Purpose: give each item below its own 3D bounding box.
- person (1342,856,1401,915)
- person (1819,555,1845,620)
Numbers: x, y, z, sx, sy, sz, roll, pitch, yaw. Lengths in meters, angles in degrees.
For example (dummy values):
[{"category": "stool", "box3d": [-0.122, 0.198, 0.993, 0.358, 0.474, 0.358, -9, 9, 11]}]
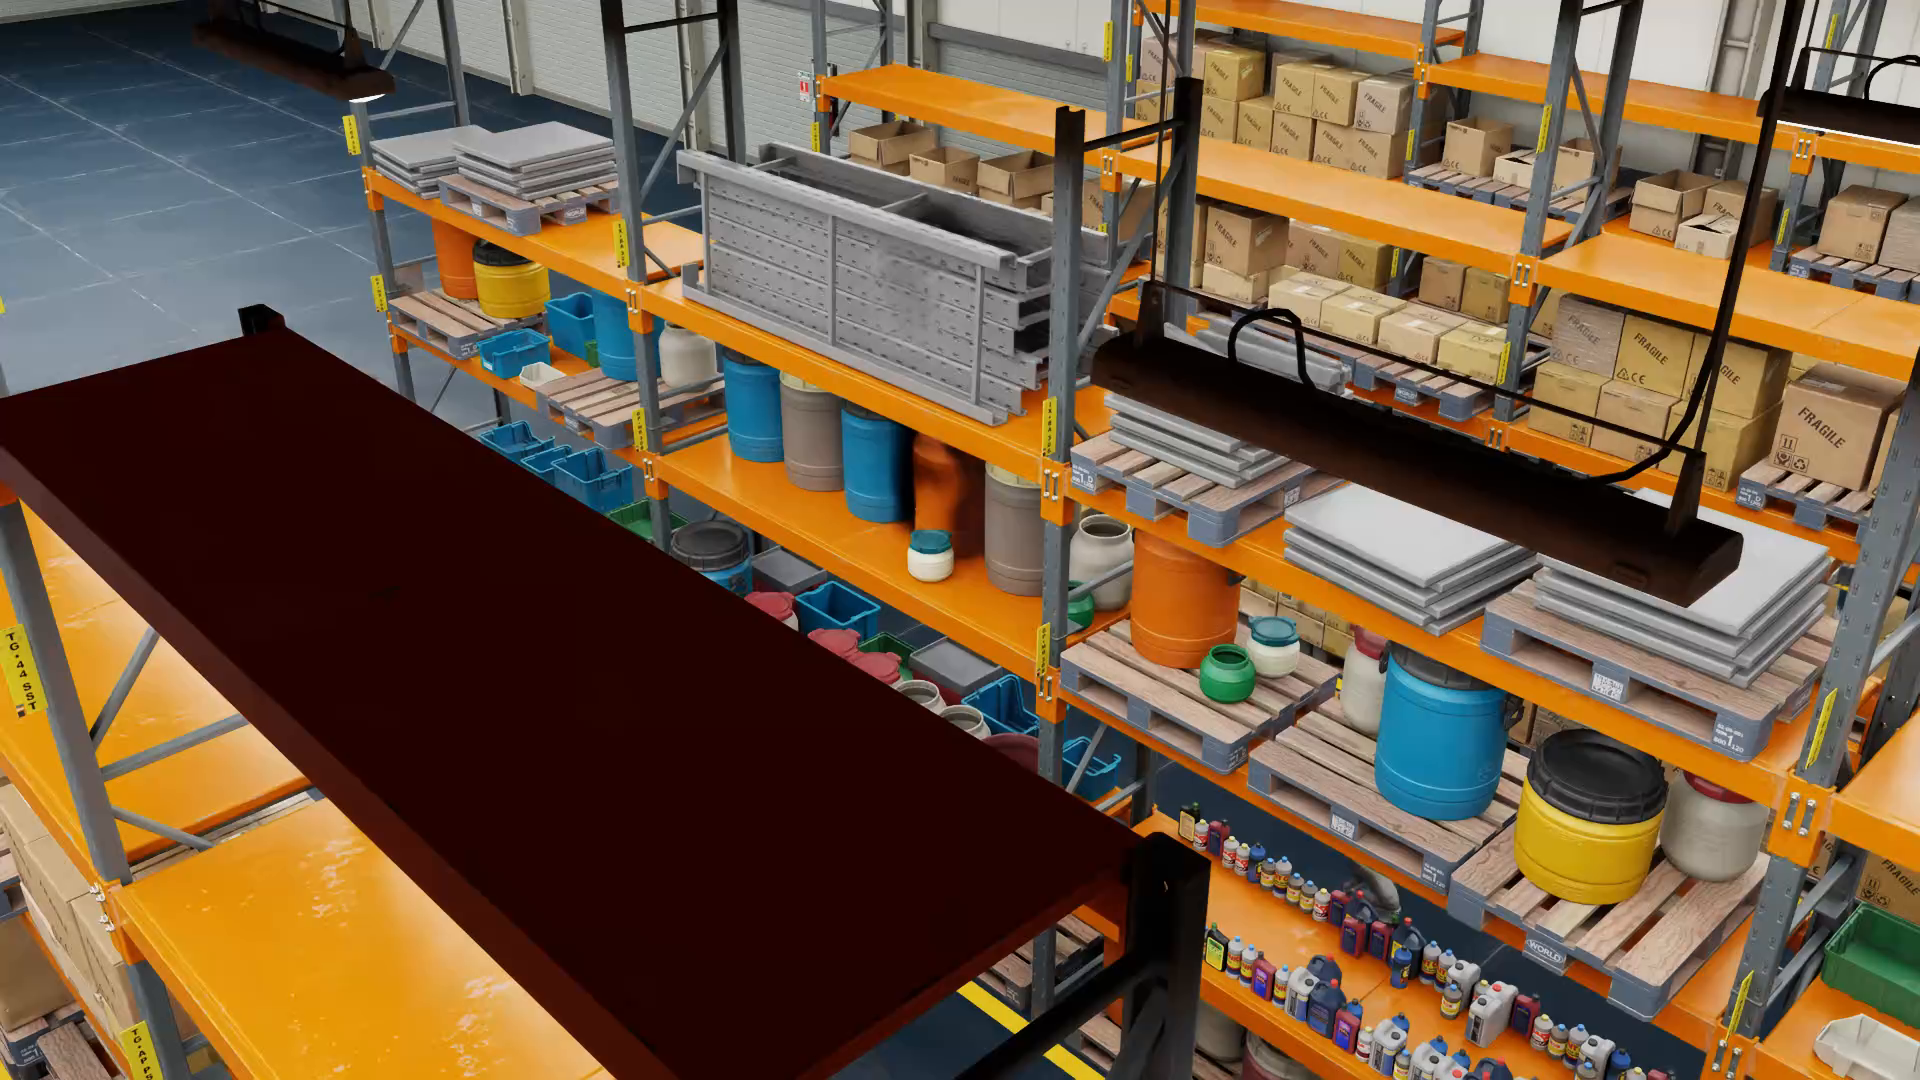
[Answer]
[{"category": "person", "box3d": [2.782, 1.771, 11.329, 0.738, 1.844, 0.646, 21, 35, 34]}, {"category": "person", "box3d": [7.497, 0.289, 14.565, 0.842, 1.724, 0.559, 20, 34, 33]}]
